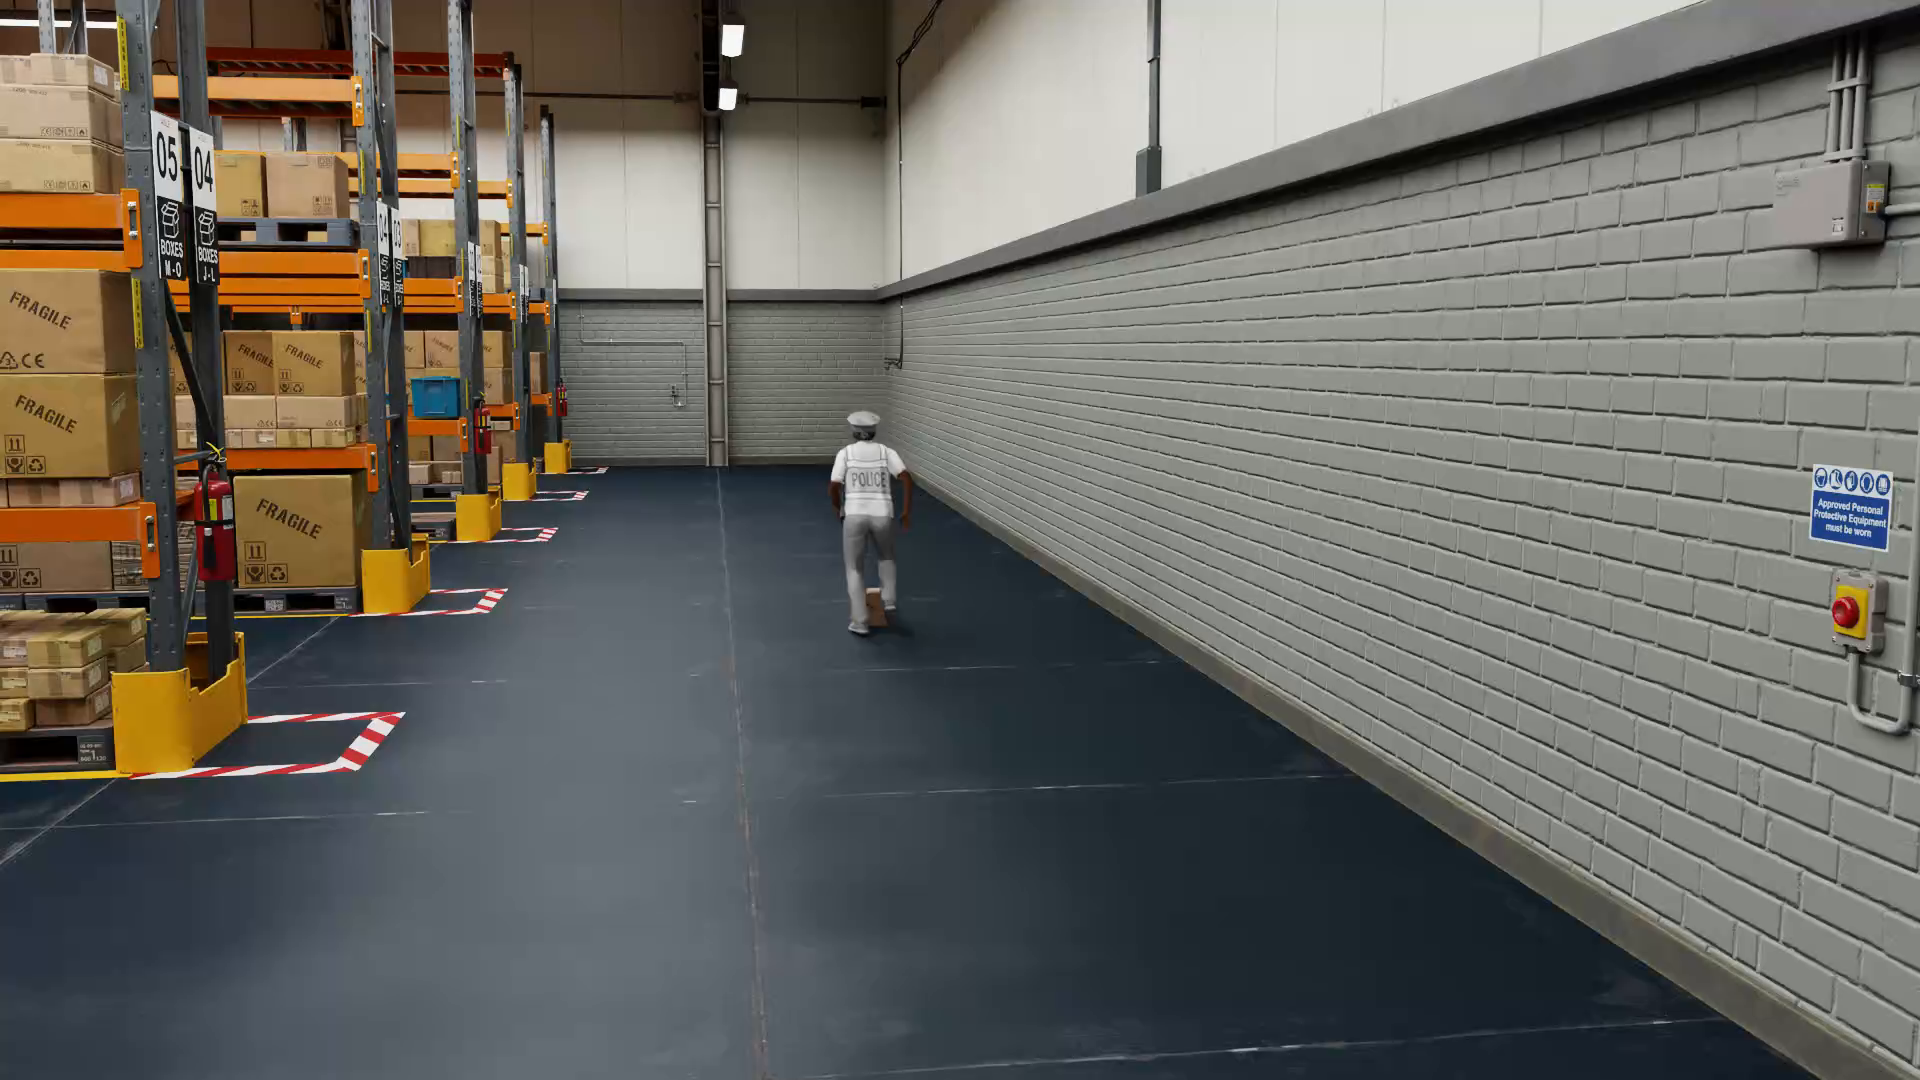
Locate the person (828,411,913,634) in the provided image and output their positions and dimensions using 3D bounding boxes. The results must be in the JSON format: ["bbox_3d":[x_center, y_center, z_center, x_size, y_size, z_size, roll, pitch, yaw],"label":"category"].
[{"bbox_3d":[-0.667,-0.144,12.301,0.601,1.605,0.663,-2,7,-14],"label":"person"}]
